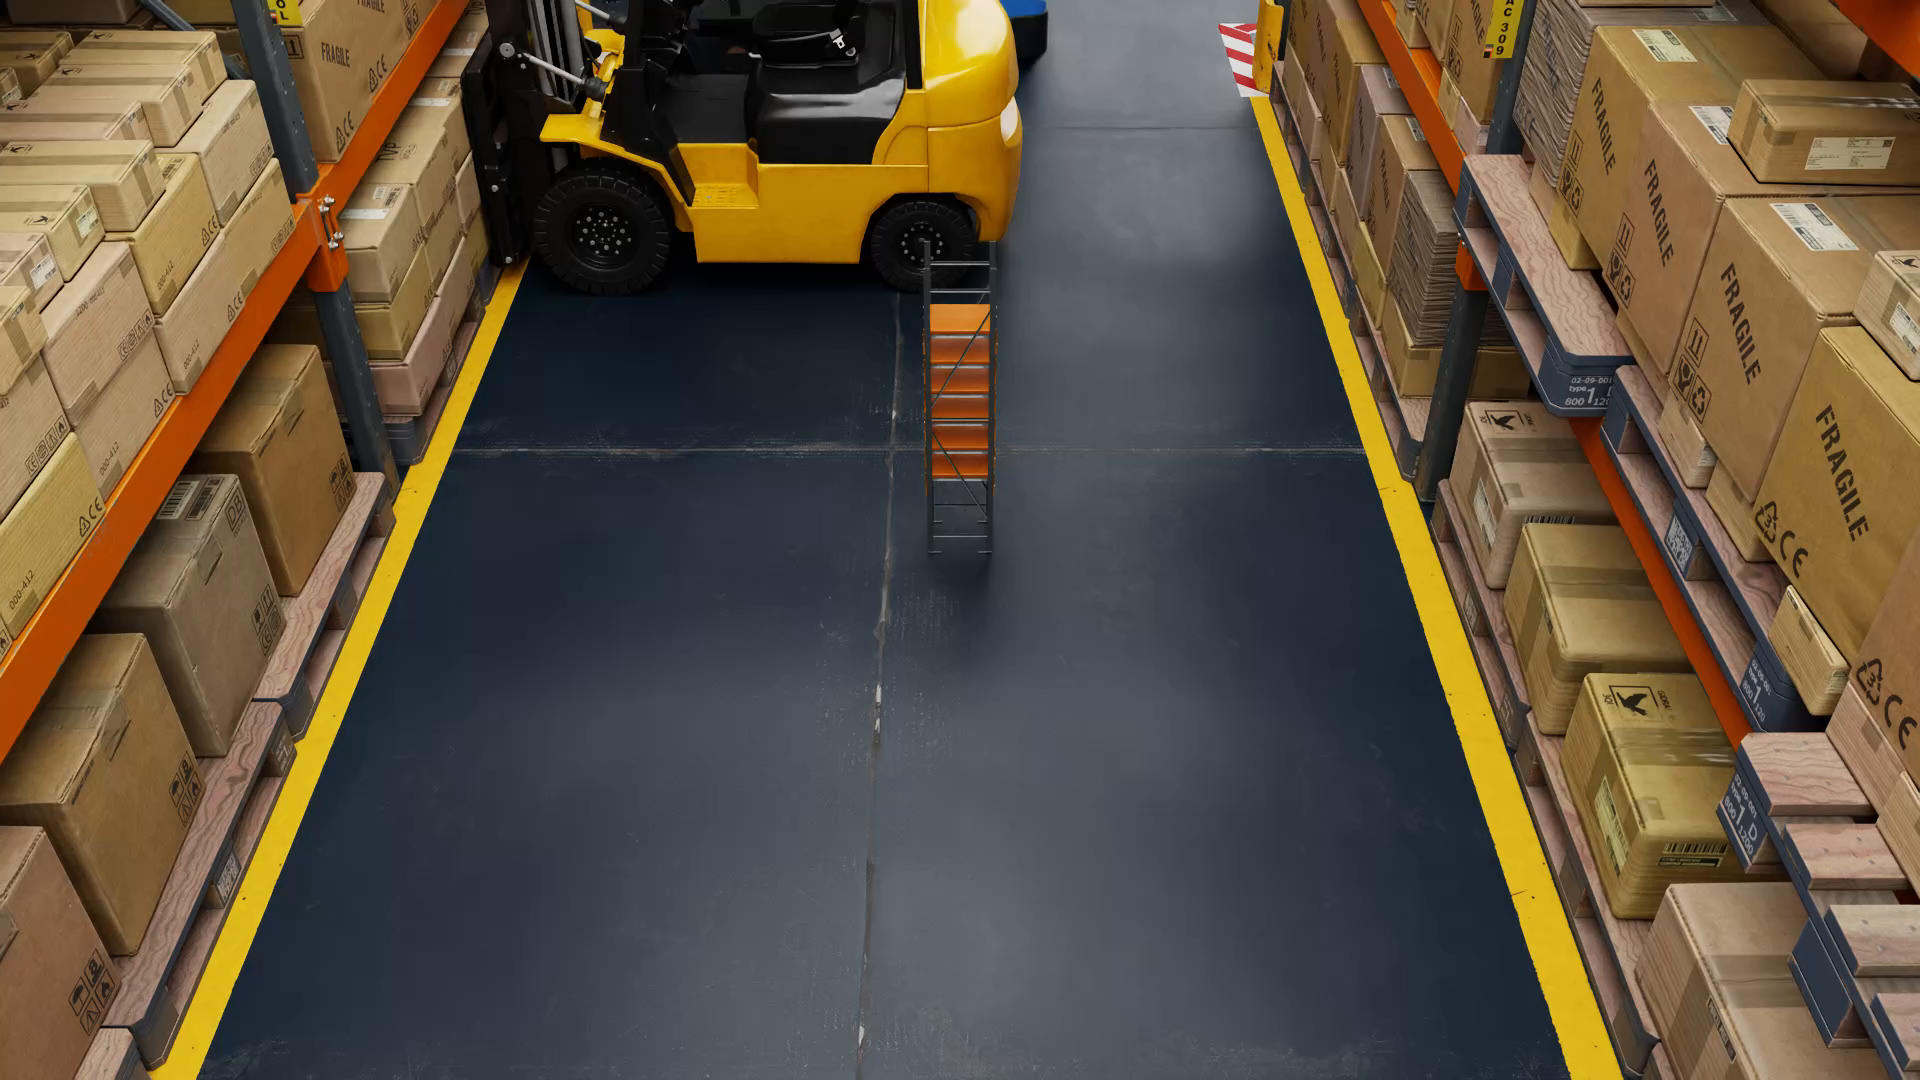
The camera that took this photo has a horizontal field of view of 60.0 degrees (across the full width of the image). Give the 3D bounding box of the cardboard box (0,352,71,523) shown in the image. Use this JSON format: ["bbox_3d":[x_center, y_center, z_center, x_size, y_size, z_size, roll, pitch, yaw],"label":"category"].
[{"bbox_3d":[-2.446,-0.215,3.840,0.500,0.250,0.500,0,39,1],"label":"cardboard box"}]

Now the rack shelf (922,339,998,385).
[{"bbox_3d":[0.000,-0.630,5.764,0.258,0.103,0.180,0,39,0],"label":"rack shelf"}]

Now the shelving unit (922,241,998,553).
[{"bbox_3d":[0.000,-0.477,5.886,0.258,1.200,0.189,0,39,0],"label":"shelving unit"}]

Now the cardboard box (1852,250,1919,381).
[{"bbox_3d":[1.997,-0.442,3.230,0.380,0.149,0.250,-2,39,-2],"label":"cardboard box"}]

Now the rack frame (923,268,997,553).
[{"bbox_3d":[0.000,-0.420,5.815,0.240,1.200,0.006,0,39,0],"label":"rack frame"}]

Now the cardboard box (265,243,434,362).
[{"bbox_3d":[-2.379,-0.931,6.476,0.500,0.250,0.500,0,39,0],"label":"cardboard box"}]

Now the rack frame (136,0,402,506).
[{"bbox_3d":[-2.687,-1.342,5.527,1.000,3.000,0.127,0,39,0],"label":"rack frame"}]

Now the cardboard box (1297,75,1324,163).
[{"bbox_3d":[1.989,-2.117,8.356,0.500,0.250,0.500,1,39,2],"label":"cardboard box"}]

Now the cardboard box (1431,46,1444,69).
[{"bbox_3d":[2.056,-1.926,6.455,0.380,0.149,0.250,-1,39,-1],"label":"cardboard box"}]

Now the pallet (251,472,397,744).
[{"bbox_3d":[-2.647,0.206,5.824,1.003,0.211,1.213,0,39,0],"label":"pallet"}]

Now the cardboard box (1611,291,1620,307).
[{"bbox_3d":[2.030,-0.735,4.634,0.380,0.149,0.250,2,39,3],"label":"cardboard box"}]

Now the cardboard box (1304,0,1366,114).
[{"bbox_3d":[2.002,-2.387,8.093,0.500,0.500,0.500,-1,39,-2],"label":"cardboard box"}]

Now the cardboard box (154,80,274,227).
[{"bbox_3d":[-2.431,-1.172,5.034,0.500,0.250,0.500,-1,39,-1],"label":"cardboard box"}]

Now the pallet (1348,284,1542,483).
[{"bbox_3d":[2.241,-0.680,6.930,1.003,0.211,1.213,0,39,0],"label":"pallet"}]

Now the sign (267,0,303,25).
[{"bbox_3d":[-2.144,-1.770,5.197,0.100,0.325,0.005,0,39,0],"label":"sign"}]

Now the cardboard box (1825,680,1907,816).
[{"bbox_3d":[1.936,0.400,3.217,0.380,0.149,0.250,-2,39,-2],"label":"cardboard box"}]

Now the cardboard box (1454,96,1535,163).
[{"bbox_3d":[1.971,-1.451,5.863,0.380,0.149,0.250,0,39,-1],"label":"cardboard box"}]

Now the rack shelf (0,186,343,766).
[{"bbox_3d":[-2.685,0.189,4.191,1.077,0.370,4.000,0,39,0],"label":"rack shelf"}]

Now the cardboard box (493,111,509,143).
[{"bbox_3d":[-2.370,-1.876,7.656,0.500,0.250,0.500,0,39,0],"label":"cardboard box"}]

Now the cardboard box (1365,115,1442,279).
[{"bbox_3d":[2.005,-1.420,6.886,0.500,0.500,0.500,1,39,1],"label":"cardboard box"}]

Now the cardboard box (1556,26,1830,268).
[{"bbox_3d":[1.992,-1.061,4.521,0.500,0.500,0.500,0,39,0],"label":"cardboard box"}]

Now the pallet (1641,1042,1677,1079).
[{"bbox_3d":[2.282,1.753,3.894,1.003,0.211,1.213,0,39,0],"label":"pallet"}]

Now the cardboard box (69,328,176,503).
[{"bbox_3d":[-2.449,-0.344,4.401,0.500,0.250,0.500,0,39,0],"label":"cardboard box"}]

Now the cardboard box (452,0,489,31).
[{"bbox_3d":[-2.362,-2.402,7.912,0.500,0.250,0.500,0,39,1],"label":"cardboard box"}]

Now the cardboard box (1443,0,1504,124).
[{"bbox_3d":[2.027,-1.781,5.756,0.500,0.500,0.500,-1,39,-1],"label":"cardboard box"}]

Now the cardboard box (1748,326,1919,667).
[{"bbox_3d":[1.989,-0.089,3.309,0.500,0.500,0.500,-3,39,-3],"label":"cardboard box"}]

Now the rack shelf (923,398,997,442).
[{"bbox_3d":[0.000,-0.443,5.914,0.258,0.103,0.180,0,39,0],"label":"rack shelf"}]

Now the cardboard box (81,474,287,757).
[{"bbox_3d":[-2.682,0.232,5.125,0.875,0.625,0.625,0,39,0],"label":"cardboard box"}]

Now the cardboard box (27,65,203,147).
[{"bbox_3d":[-2.446,-1.260,4.825,0.380,0.149,0.250,-1,39,-1],"label":"cardboard box"}]

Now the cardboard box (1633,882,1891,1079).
[{"bbox_3d":[2.282,1.200,4.120,0.950,0.372,0.625,-1,39,-1],"label":"cardboard box"}]

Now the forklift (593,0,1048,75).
[{"bbox_3d":[-1.038,-4.146,9.080,3.031,2.935,1.130,-3,39,-3],"label":"forklift"}]

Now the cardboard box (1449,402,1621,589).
[{"bbox_3d":[2.280,-0.159,5.815,0.950,0.372,0.625,0,39,1],"label":"cardboard box"}]

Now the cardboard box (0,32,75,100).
[{"bbox_3d":[-2.901,-1.415,5.018,0.380,0.149,0.250,-1,39,-1],"label":"cardboard box"}]

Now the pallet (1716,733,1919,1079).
[{"bbox_3d":[2.174,0.782,3.029,1.213,0.211,1.003,0,39,0],"label":"pallet"}]

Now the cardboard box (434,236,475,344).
[{"bbox_3d":[-2.373,-1.054,7.029,0.500,0.250,0.500,-1,39,-1],"label":"cardboard box"}]

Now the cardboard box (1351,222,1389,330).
[{"bbox_3d":[1.997,-1.142,7.139,0.500,0.250,0.500,-1,39,-1],"label":"cardboard box"}]

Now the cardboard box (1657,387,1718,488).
[{"bbox_3d":[1.935,-0.253,4.032,0.380,0.149,0.250,1,39,2],"label":"cardboard box"}]

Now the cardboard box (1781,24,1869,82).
[{"bbox_3d":[2.509,-1.069,4.531,0.500,0.500,0.500,0,39,0],"label":"cardboard box"}]

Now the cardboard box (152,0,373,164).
[{"bbox_3d":[-2.426,-1.659,5.842,0.500,0.500,0.500,-1,39,-1],"label":"cardboard box"}]

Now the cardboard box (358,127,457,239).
[{"bbox_3d":[-2.364,-1.446,6.719,0.500,0.250,0.500,0,39,0],"label":"cardboard box"}]

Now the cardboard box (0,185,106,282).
[{"bbox_3d":[-2.428,-0.778,4.224,0.380,0.149,0.250,-1,39,-1],"label":"cardboard box"}]

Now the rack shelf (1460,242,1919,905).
[{"bbox_3d":[2.279,0.183,4.198,1.077,0.370,4.000,0,39,0],"label":"rack shelf"}]

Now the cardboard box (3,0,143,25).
[{"bbox_3d":[-2.944,-1.835,5.543,0.380,0.149,0.250,0,39,0],"label":"cardboard box"}]
